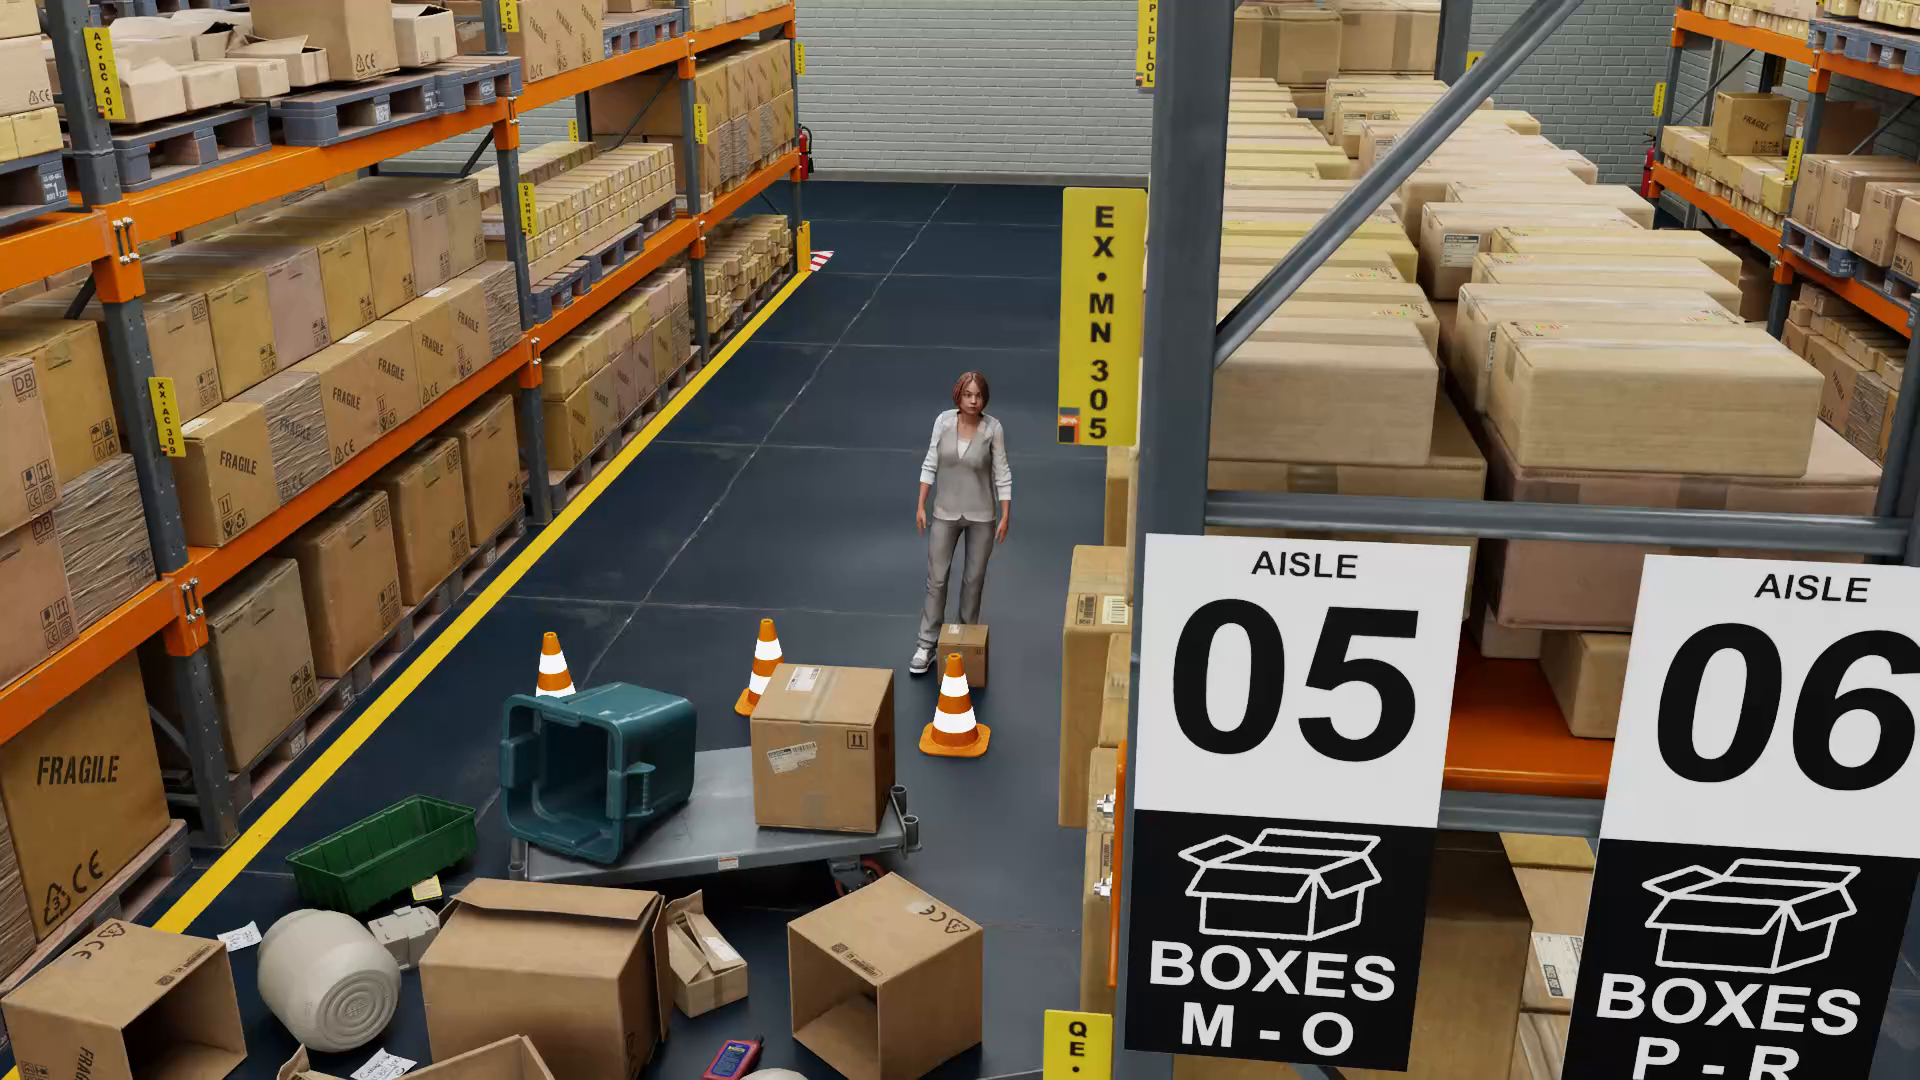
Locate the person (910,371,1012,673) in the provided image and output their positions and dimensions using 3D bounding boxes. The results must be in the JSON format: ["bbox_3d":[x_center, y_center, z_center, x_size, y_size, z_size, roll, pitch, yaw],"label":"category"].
[{"bbox_3d":[0.005,-0.088,8.798,0.520,1.596,0.475,3,22,6],"label":"person"}]
